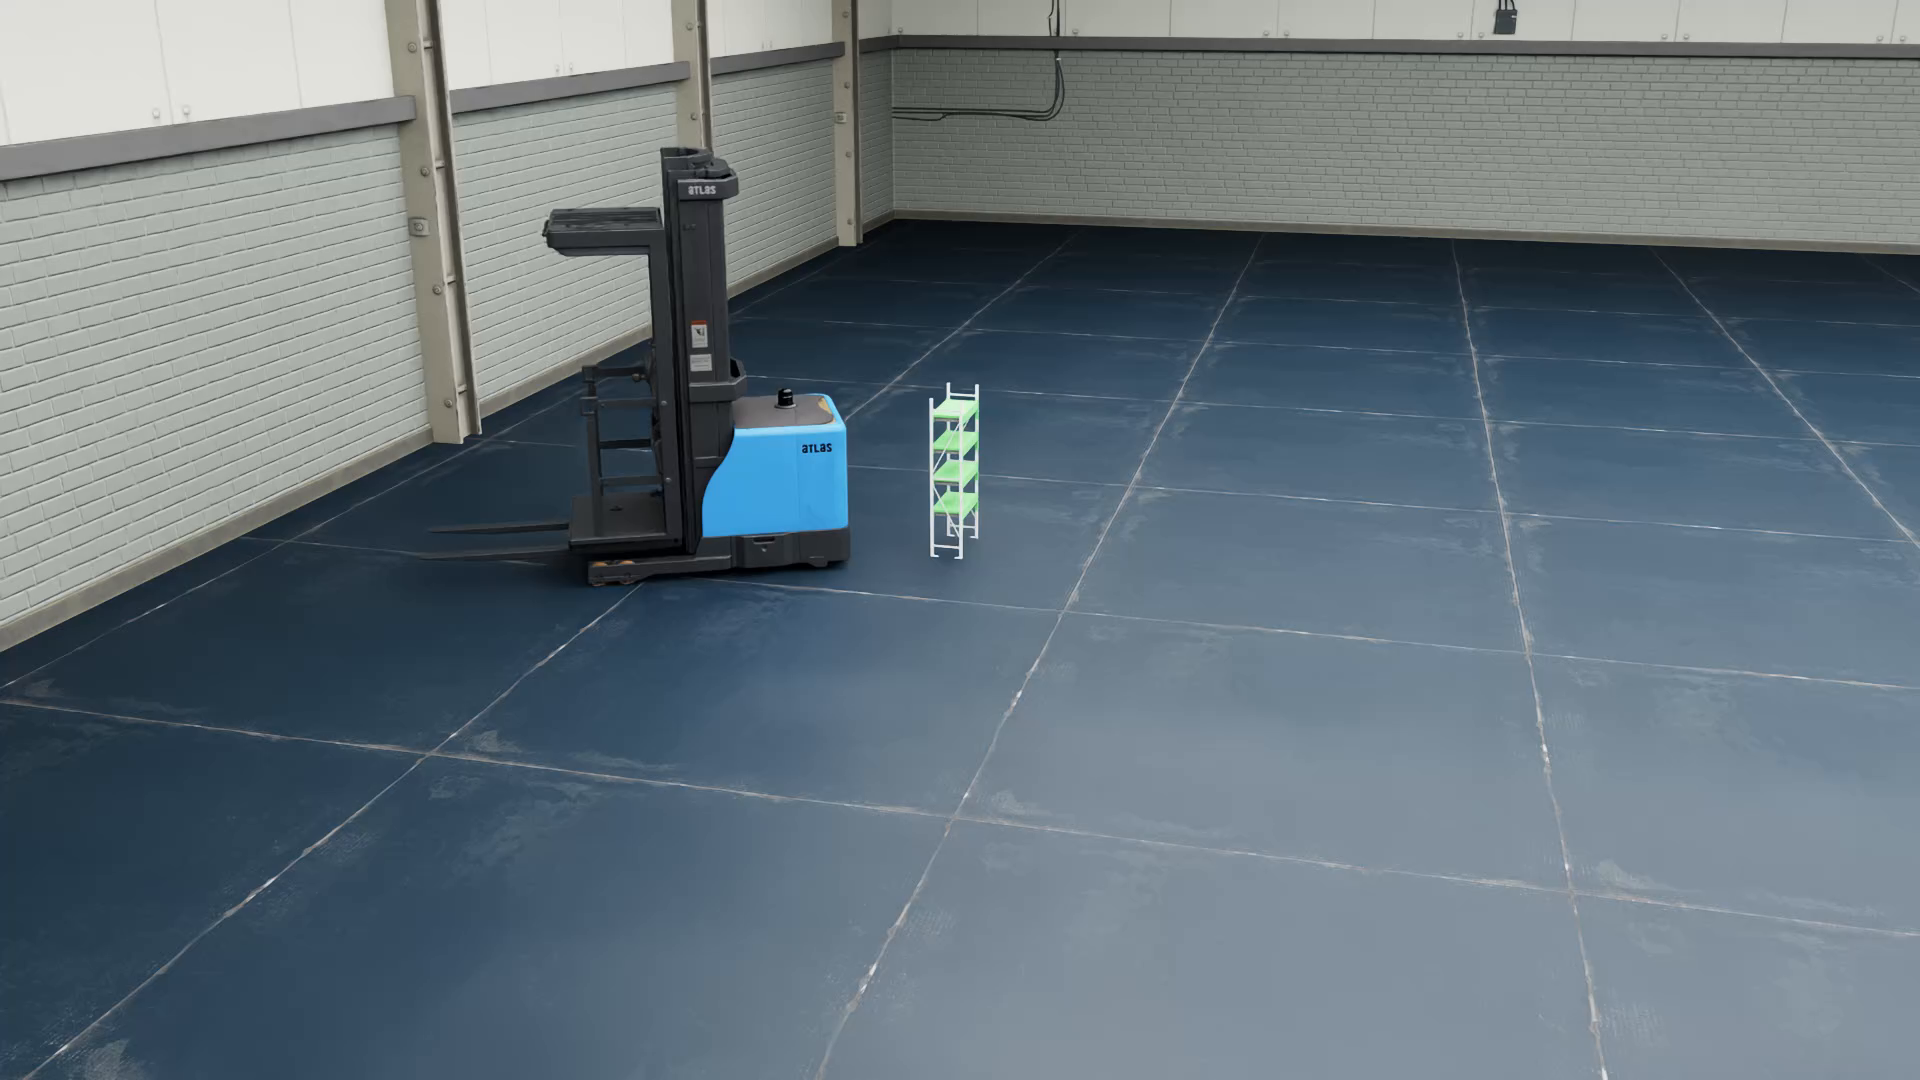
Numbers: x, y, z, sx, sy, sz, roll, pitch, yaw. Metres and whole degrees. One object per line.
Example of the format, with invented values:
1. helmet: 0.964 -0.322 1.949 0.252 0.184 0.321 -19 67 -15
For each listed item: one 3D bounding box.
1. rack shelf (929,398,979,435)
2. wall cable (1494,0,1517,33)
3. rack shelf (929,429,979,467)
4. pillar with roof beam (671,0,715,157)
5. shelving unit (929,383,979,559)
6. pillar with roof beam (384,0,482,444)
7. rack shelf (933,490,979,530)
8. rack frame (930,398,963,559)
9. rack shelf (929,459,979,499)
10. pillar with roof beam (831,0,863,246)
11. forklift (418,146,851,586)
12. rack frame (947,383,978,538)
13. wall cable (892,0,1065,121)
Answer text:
1. rack shelf: -0.040 -0.910 12.207 0.258 0.148 0.480 5 19 13
2. wall cable: 9.448 -10.649 24.680 2.305 6.003 0.169 5 19 13
3. rack shelf: -0.040 -0.683 12.285 0.258 0.148 0.480 5 19 13
4. pillar with roof beam: 0.953 -6.754 18.540 9.100 9.000 0.400 5 19 13
5. shelving unit: -0.040 -0.516 12.342 0.258 1.200 0.503 5 19 13
6. pillar with roof beam: -0.513 -4.874 13.034 9.100 9.000 0.400 5 19 13
7. rack shelf: -0.040 -0.228 12.440 0.258 0.148 0.480 5 19 13
8. rack frame: -0.100 -0.439 12.118 0.240 1.200 0.015 5 19 13
9. rack shelf: -0.040 -0.455 12.362 0.258 0.148 0.480 5 19 13
10. pillar with roof beam: 2.419 -8.635 24.046 9.100 9.000 0.400 5 19 13
11. forklift: -2.366 -1.247 11.804 3.031 2.935 1.130 -4 19 -11
12. rack frame: 0.019 -0.592 12.566 0.240 1.200 0.015 5 19 13
13. wall cable: 0.246 -8.324 27.941 3.097 2.526 0.112 5 19 13
